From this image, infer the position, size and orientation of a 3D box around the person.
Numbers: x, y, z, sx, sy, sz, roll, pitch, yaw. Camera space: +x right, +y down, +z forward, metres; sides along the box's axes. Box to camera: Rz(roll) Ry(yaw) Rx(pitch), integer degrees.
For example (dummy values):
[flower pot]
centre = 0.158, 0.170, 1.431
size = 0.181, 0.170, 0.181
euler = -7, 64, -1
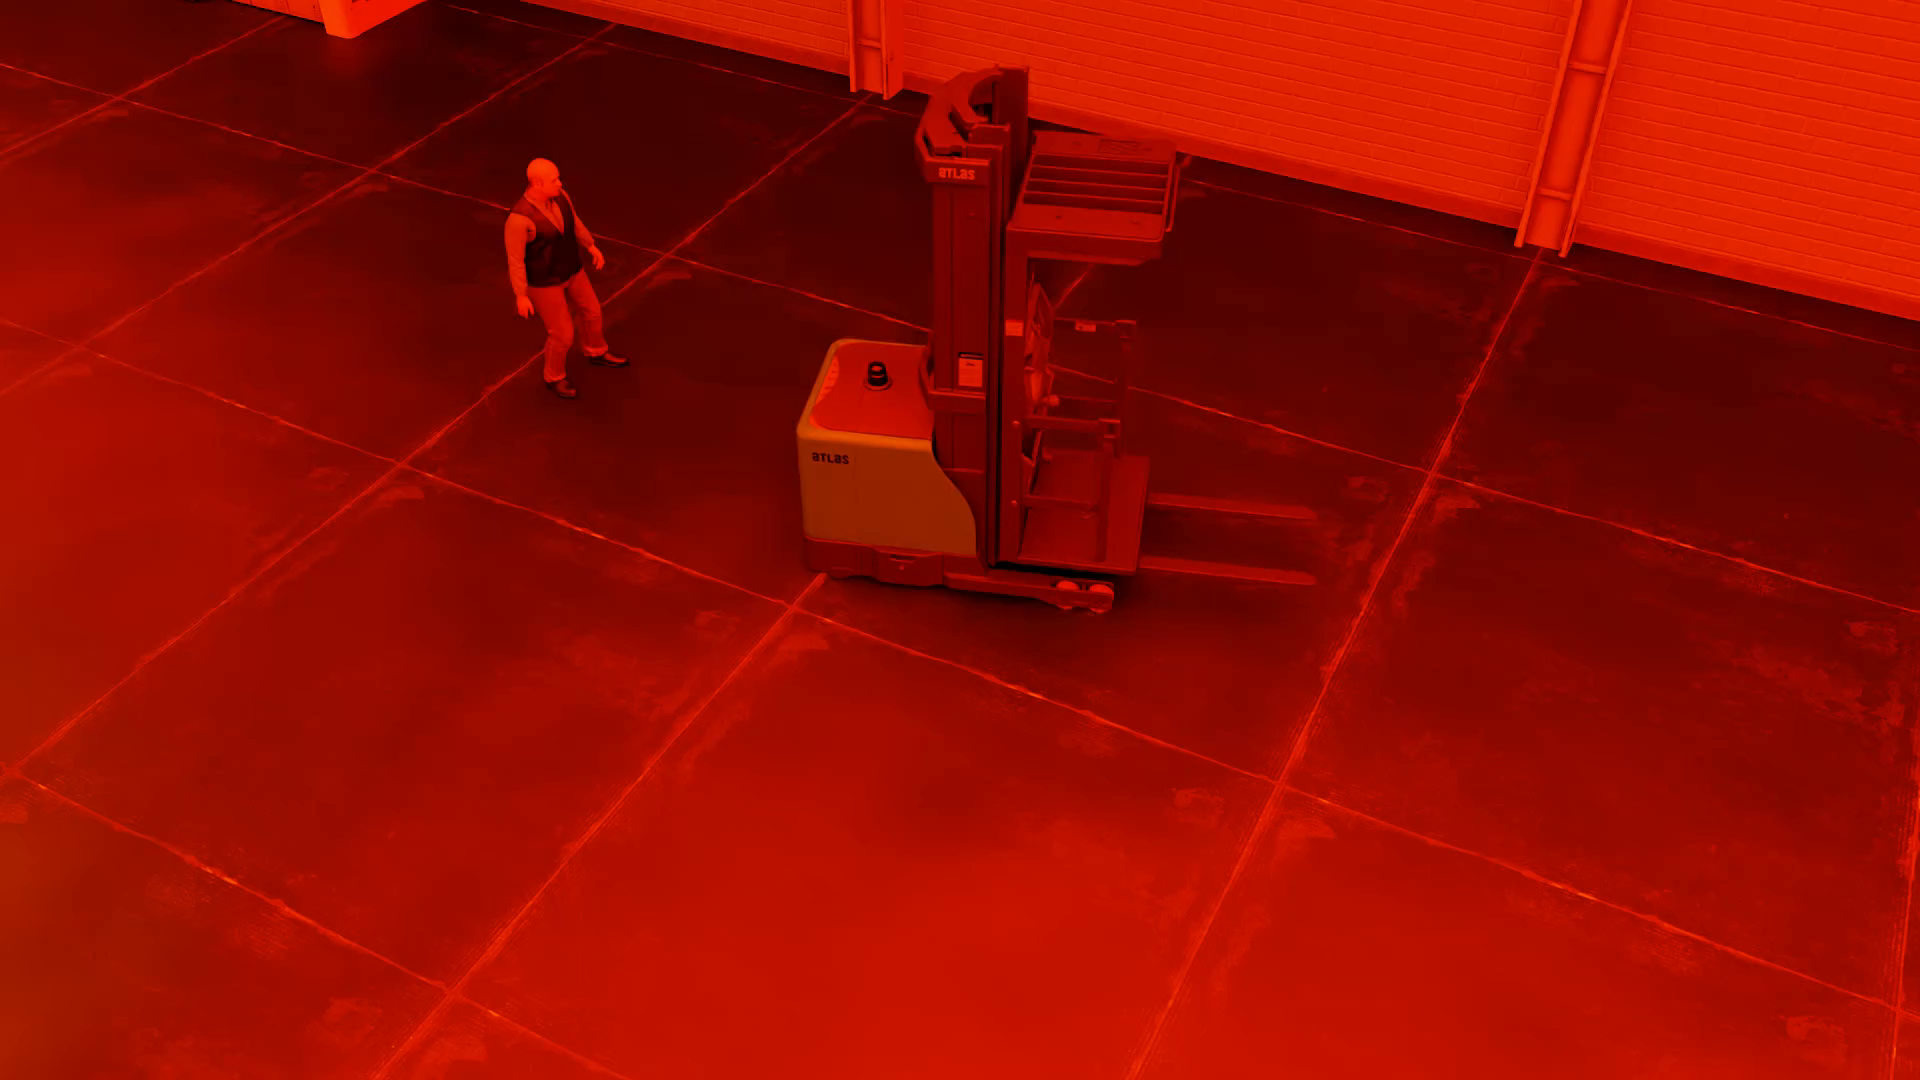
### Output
[person]
centre = -2.659, -1.750, 11.020
size = 0.422, 1.701, 0.743
euler = 17, 43, 19

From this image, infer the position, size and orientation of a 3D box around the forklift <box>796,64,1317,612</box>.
[forklift]
centre = 0.622, -1.067, 9.254
size = 3.031, 2.935, 1.130
euler = 6, 40, 7
